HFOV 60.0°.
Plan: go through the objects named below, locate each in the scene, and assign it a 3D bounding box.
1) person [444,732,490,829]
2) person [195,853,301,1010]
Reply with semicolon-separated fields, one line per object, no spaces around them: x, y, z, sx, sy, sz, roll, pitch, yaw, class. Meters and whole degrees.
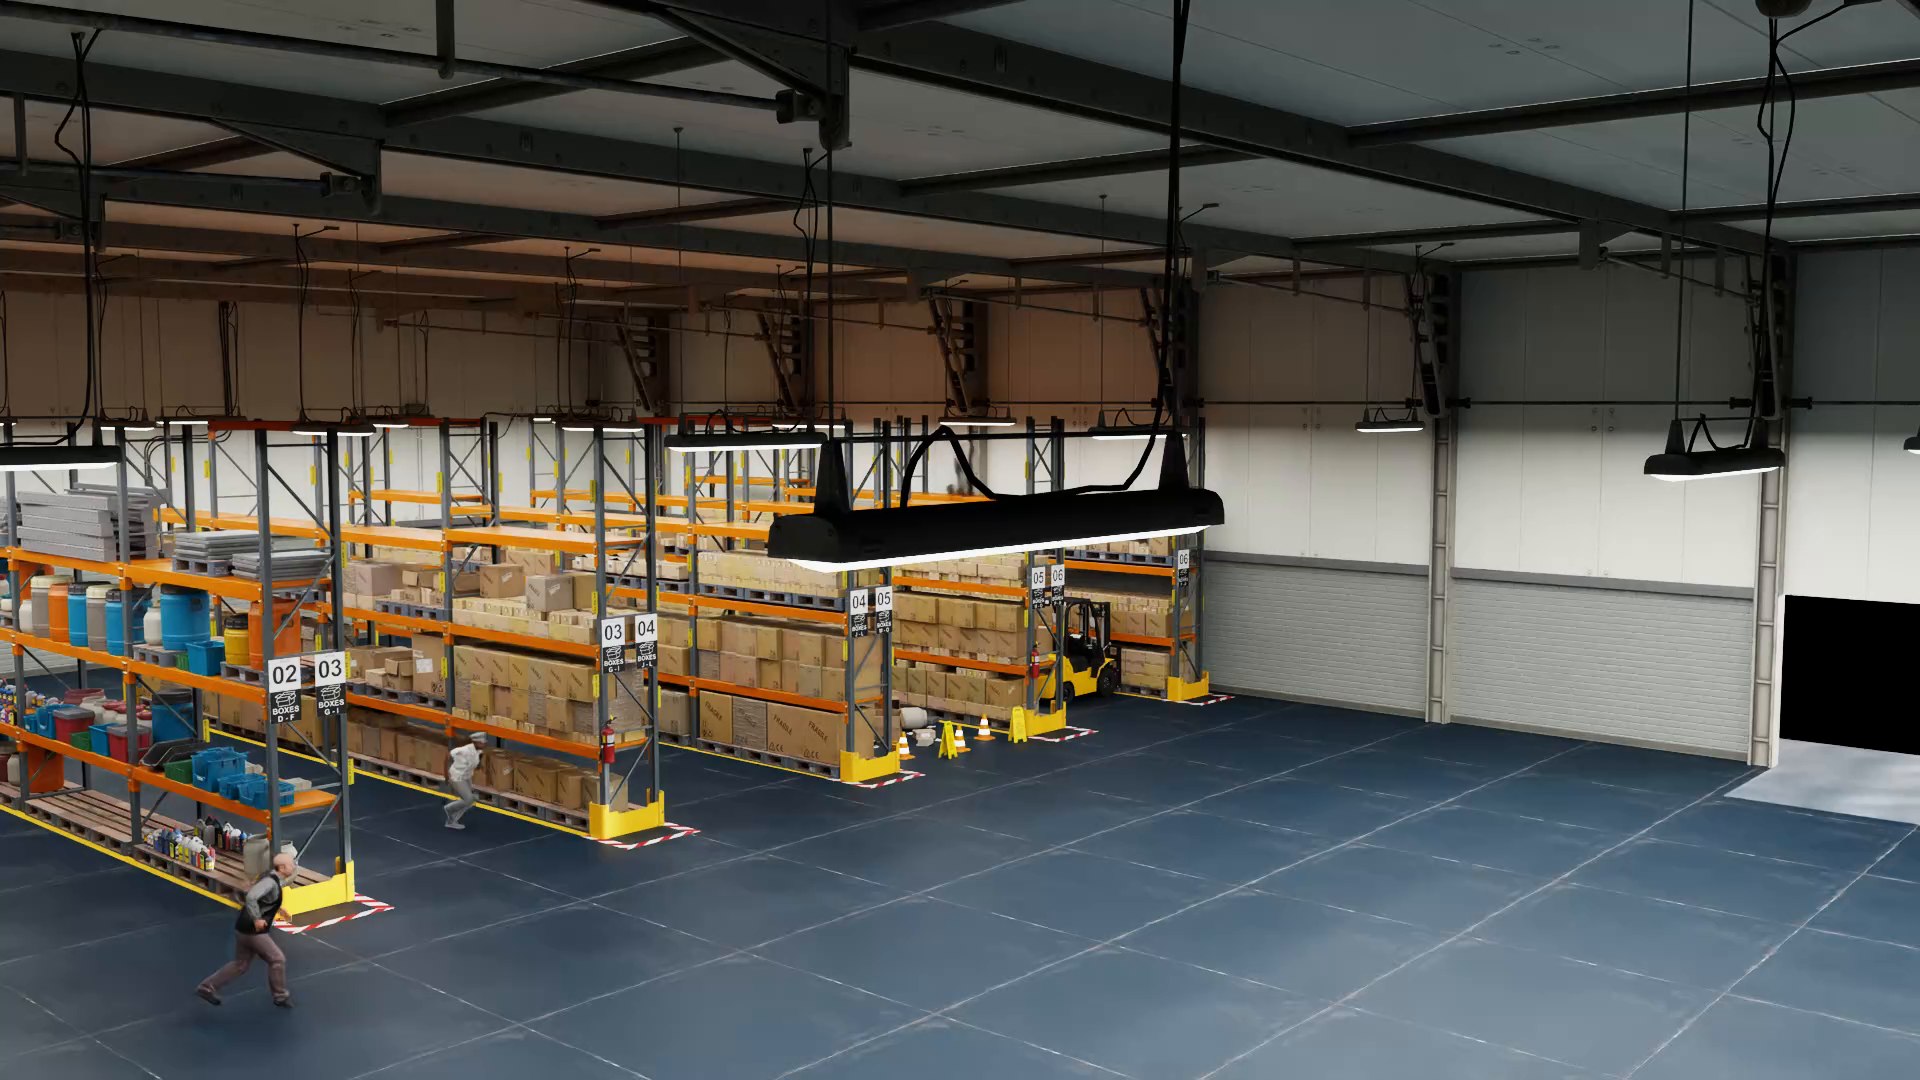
-7.297;3.565;24.507;0.779;1.480;0.596;2;5;20;person
-7.374;4.103;17.179;1.007;1.680;0.696;-2;5;-18;person
